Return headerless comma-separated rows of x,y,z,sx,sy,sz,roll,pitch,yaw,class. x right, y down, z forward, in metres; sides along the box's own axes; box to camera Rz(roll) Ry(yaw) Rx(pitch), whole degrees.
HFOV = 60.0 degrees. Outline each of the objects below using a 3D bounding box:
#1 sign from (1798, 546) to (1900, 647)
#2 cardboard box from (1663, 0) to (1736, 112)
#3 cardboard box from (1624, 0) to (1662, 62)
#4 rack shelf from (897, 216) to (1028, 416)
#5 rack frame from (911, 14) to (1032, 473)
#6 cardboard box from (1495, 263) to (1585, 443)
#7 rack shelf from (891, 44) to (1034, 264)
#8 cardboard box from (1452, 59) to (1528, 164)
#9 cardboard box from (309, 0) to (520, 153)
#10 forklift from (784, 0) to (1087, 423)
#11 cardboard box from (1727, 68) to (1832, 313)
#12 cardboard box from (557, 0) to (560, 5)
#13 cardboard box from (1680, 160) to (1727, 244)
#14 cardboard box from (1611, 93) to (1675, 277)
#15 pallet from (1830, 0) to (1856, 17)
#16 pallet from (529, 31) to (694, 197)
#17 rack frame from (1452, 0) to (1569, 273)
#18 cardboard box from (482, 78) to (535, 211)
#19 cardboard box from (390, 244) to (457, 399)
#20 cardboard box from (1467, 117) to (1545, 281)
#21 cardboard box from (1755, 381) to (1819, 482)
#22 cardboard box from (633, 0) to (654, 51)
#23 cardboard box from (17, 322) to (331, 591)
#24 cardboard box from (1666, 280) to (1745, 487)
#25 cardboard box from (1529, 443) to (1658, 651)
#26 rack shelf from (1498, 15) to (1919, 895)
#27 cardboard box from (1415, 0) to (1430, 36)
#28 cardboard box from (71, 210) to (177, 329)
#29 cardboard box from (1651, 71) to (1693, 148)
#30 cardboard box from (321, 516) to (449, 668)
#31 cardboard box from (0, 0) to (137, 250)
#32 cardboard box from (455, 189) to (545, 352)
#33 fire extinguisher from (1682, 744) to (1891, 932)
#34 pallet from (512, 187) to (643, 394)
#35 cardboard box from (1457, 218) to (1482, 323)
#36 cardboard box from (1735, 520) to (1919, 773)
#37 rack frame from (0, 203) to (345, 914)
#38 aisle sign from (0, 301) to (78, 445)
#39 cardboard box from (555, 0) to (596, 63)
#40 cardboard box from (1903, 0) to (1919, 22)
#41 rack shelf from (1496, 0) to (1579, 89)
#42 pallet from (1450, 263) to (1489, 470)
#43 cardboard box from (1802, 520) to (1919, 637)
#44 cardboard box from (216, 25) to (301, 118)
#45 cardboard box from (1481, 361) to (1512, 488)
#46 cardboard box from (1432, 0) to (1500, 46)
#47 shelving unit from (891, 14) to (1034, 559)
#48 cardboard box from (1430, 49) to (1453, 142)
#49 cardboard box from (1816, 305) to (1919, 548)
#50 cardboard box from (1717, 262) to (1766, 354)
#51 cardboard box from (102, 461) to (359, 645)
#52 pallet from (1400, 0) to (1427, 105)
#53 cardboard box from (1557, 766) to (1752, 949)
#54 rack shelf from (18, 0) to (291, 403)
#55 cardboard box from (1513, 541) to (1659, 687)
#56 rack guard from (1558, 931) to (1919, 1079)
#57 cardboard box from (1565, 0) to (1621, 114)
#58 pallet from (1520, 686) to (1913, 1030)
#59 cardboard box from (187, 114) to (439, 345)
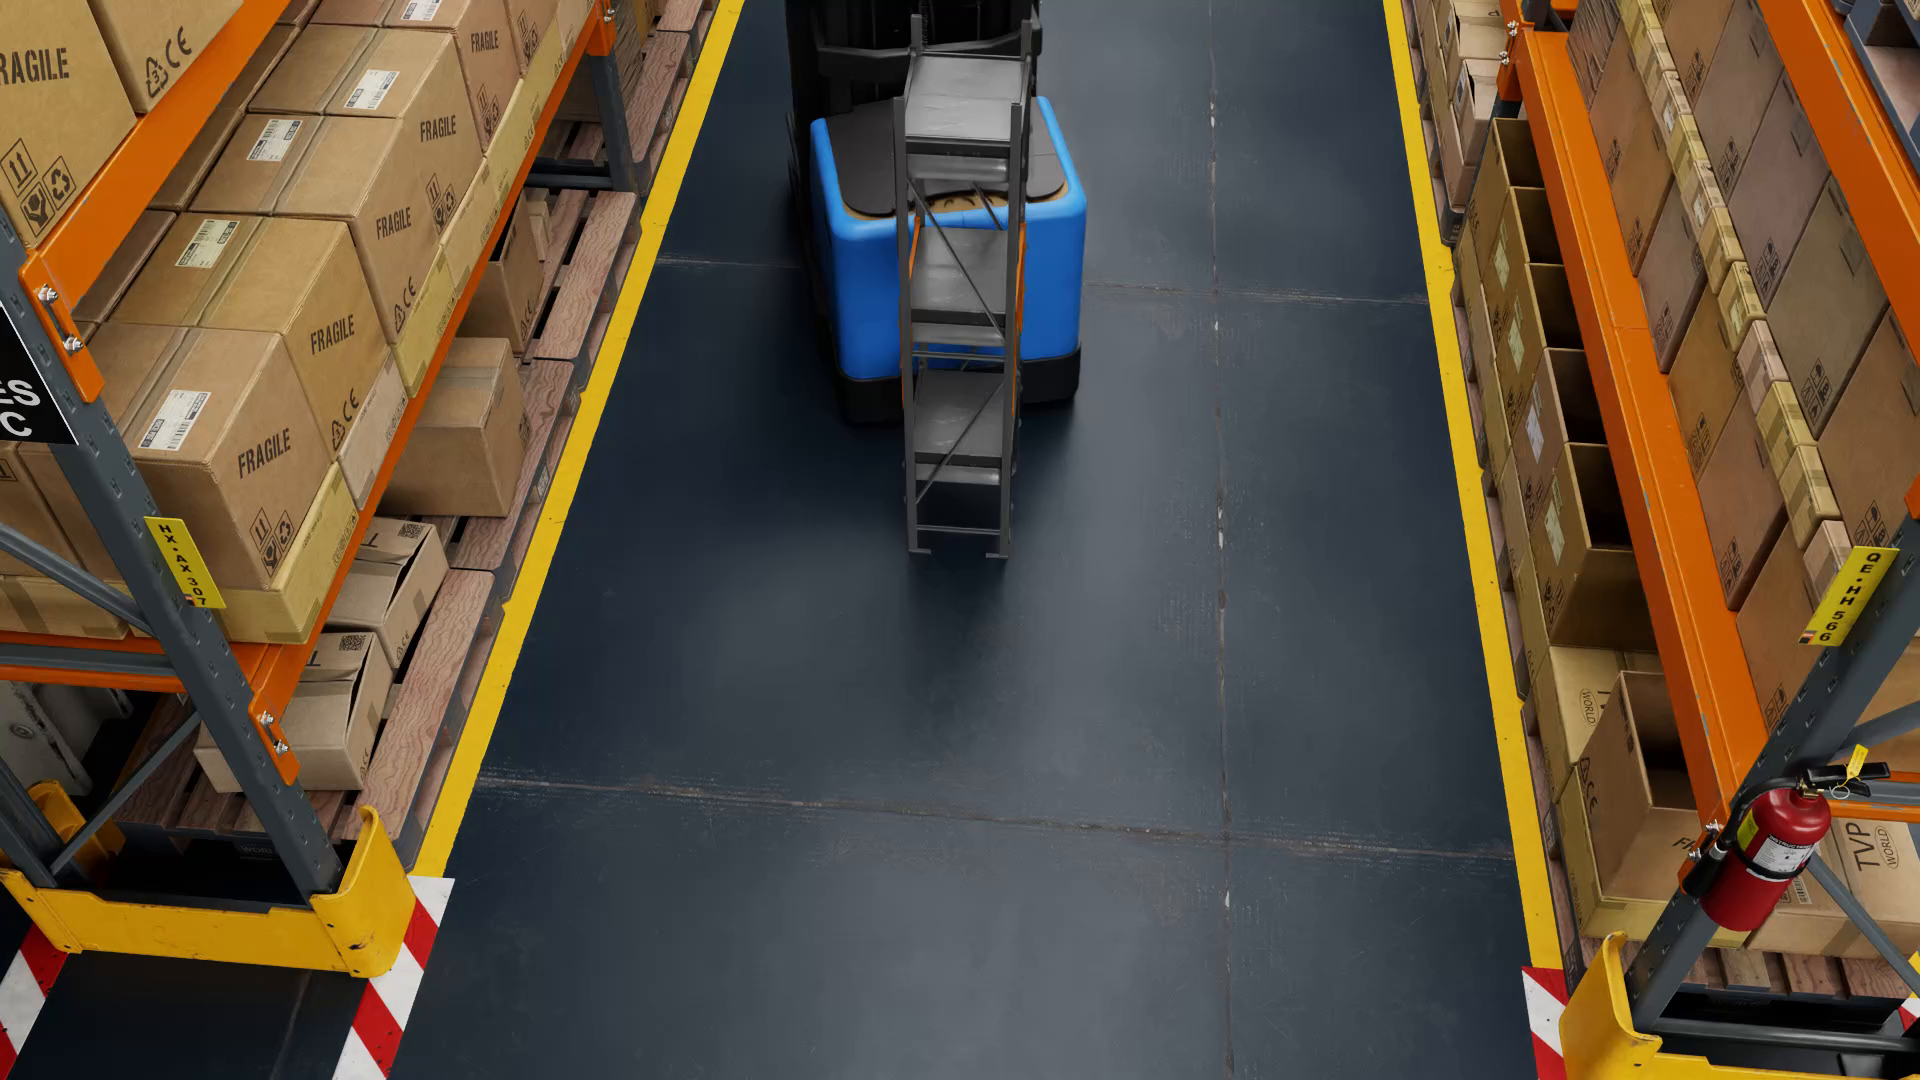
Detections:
1.953,0.127,3.656,0.100,0.325,0.005,4,48,4,sign
2.732,-1.700,5.326,0.700,0.500,0.500,4,48,4,cardboard box
2.573,-1.796,5.852,0.380,0.149,0.250,3,48,3,cardboard box
0.015,-0.821,6.097,0.431,0.518,0.480,4,48,4,rack shelf
0.037,-1.010,6.250,0.400,2.100,0.015,4,48,4,rack frame
2.412,-0.707,6.434,0.500,0.500,0.500,4,48,4,cardboard box
0.015,-1.294,5.580,0.431,0.518,0.480,4,48,4,rack shelf
2.608,-2.015,7.759,0.500,0.311,0.500,4,48,4,cardboard box
-1.908,-1.730,5.879,0.500,0.500,0.500,3,48,2,cardboard box
-0.245,-2.595,7.137,1.130,2.935,3.031,-7,48,-7,forklift
2.640,-0.965,4.653,0.700,0.500,0.500,4,48,4,cardboard box
-1.812,-2.466,6.553,0.500,0.500,0.500,4,48,3,cardboard box
2.477,-1.042,5.162,0.380,0.149,0.250,3,48,3,cardboard box
2.732,-1.245,5.789,0.700,0.500,0.500,5,48,4,cardboard box
2.691,-1.755,4.349,1.003,0.211,1.213,4,48,4,pallet
-2.007,-2.256,8.670,1.003,0.211,1.213,4,48,4,pallet
2.857,-2.295,6.816,1.000,3.000,0.127,4,48,4,rack frame
-1.902,-1.477,6.156,0.500,0.250,0.500,4,48,3,cardboard box
-1.995,-0.736,5.478,0.500,0.250,0.500,3,48,3,cardboard box
2.503,-1.442,7.106,0.500,0.500,0.500,4,48,4,cardboard box
2.383,-0.282,4.468,0.380,0.149,0.250,3,48,3,cardboard box
-2.029,-2.855,8.724,0.700,0.500,0.500,3,48,3,cardboard box
-2.098,-0.226,4.503,0.500,0.500,0.500,4,48,4,cardboard box
2.642,-0.482,5.090,0.700,0.500,0.500,4,48,4,cardboard box
2.322,0.028,5.762,0.500,0.500,0.500,4,48,4,cardboard box
2.675,-0.582,5.737,1.077,0.370,4.000,4,48,4,rack shelf
2.748,-2.954,8.998,0.500,0.250,0.500,5,48,4,cardboard box
-2.554,-0.625,4.869,0.500,0.500,0.500,4,48,4,cardboard box
2.526,-1.416,5.505,0.380,0.149,0.250,3,48,2,cardboard box
-2.236,0.152,6.102,0.500,0.311,0.500,7,48,7,cardboard box
-2.161,-0.967,3.488,0.500,0.500,0.500,5,48,5,cardboard box
-2.131,-1.165,7.178,0.500,0.500,0.500,1,48,1,cardboard box
2.019,0.726,4.105,0.296,0.674,0.183,4,48,4,fire extinguisher
-2.102,-1.188,7.694,1.003,0.211,1.213,4,48,4,pallet
2.513,-1.188,7.383,0.500,0.250,0.500,4,48,4,cardboard box
2.548,0.269,4.404,0.700,0.500,0.500,4,48,4,cardboard box
-2.441,0.314,4.430,1.000,3.000,0.127,4,48,4,rack frame
-2.149,-0.490,3.404,0.394,0.787,0.004,4,48,4,aisle sign
-1.818,-2.213,6.829,0.500,0.250,0.500,4,48,4,cardboard box
2.335,-1.370,3.660,0.500,0.250,0.500,4,48,4,cardboard box
3.039,-3.522,8.426,1.077,0.370,4.000,4,48,4,rack shelf
2.743,-0.772,7.313,1.003,0.211,1.213,4,48,4,pallet
2.338,0.098,4.120,0.380,0.149,0.250,3,48,3,cardboard box
-2.465,-1.375,5.555,0.500,0.500,0.500,4,48,4,cardboard box
2.411,-0.454,6.711,0.500,0.250,0.500,4,48,4,cardboard box
2.697,-2.764,8.444,0.500,0.311,0.500,4,48,3,cardboard box
0.015,-0.830,6.086,0.431,2.100,0.503,4,48,4,shelving unit
2.654,-2.204,8.312,0.500,0.250,0.500,3,48,3,cardboard box
2.553,-0.208,3.961,0.700,0.500,0.500,4,48,4,cardboard box
2.432,-0.660,4.813,0.380,0.149,0.250,5,48,5,cardboard box
-2.080,0.021,4.786,0.500,0.250,0.500,3,48,2,cardboard box
2.994,-2.797,9.165,1.003,0.211,1.213,4,48,4,pallet
2.247,1.017,5.366,0.500,0.250,0.500,4,48,4,cardboard box
-2.259,-1.925,4.933,1.077,0.370,4.000,4,48,4,rack shelf
2.325,0.281,6.039,0.500,0.250,0.500,4,48,4,cardboard box
2.490,1.506,5.034,1.175,0.500,0.348,4,48,4,rack guard
2.823,-2.002,6.480,0.700,0.500,0.500,3,48,3,cardboard box
2.520,1.021,5.673,1.003,0.211,1.213,4,48,4,pallet
-1.990,-0.967,5.182,0.500,0.500,0.500,2,48,2,cardboard box
